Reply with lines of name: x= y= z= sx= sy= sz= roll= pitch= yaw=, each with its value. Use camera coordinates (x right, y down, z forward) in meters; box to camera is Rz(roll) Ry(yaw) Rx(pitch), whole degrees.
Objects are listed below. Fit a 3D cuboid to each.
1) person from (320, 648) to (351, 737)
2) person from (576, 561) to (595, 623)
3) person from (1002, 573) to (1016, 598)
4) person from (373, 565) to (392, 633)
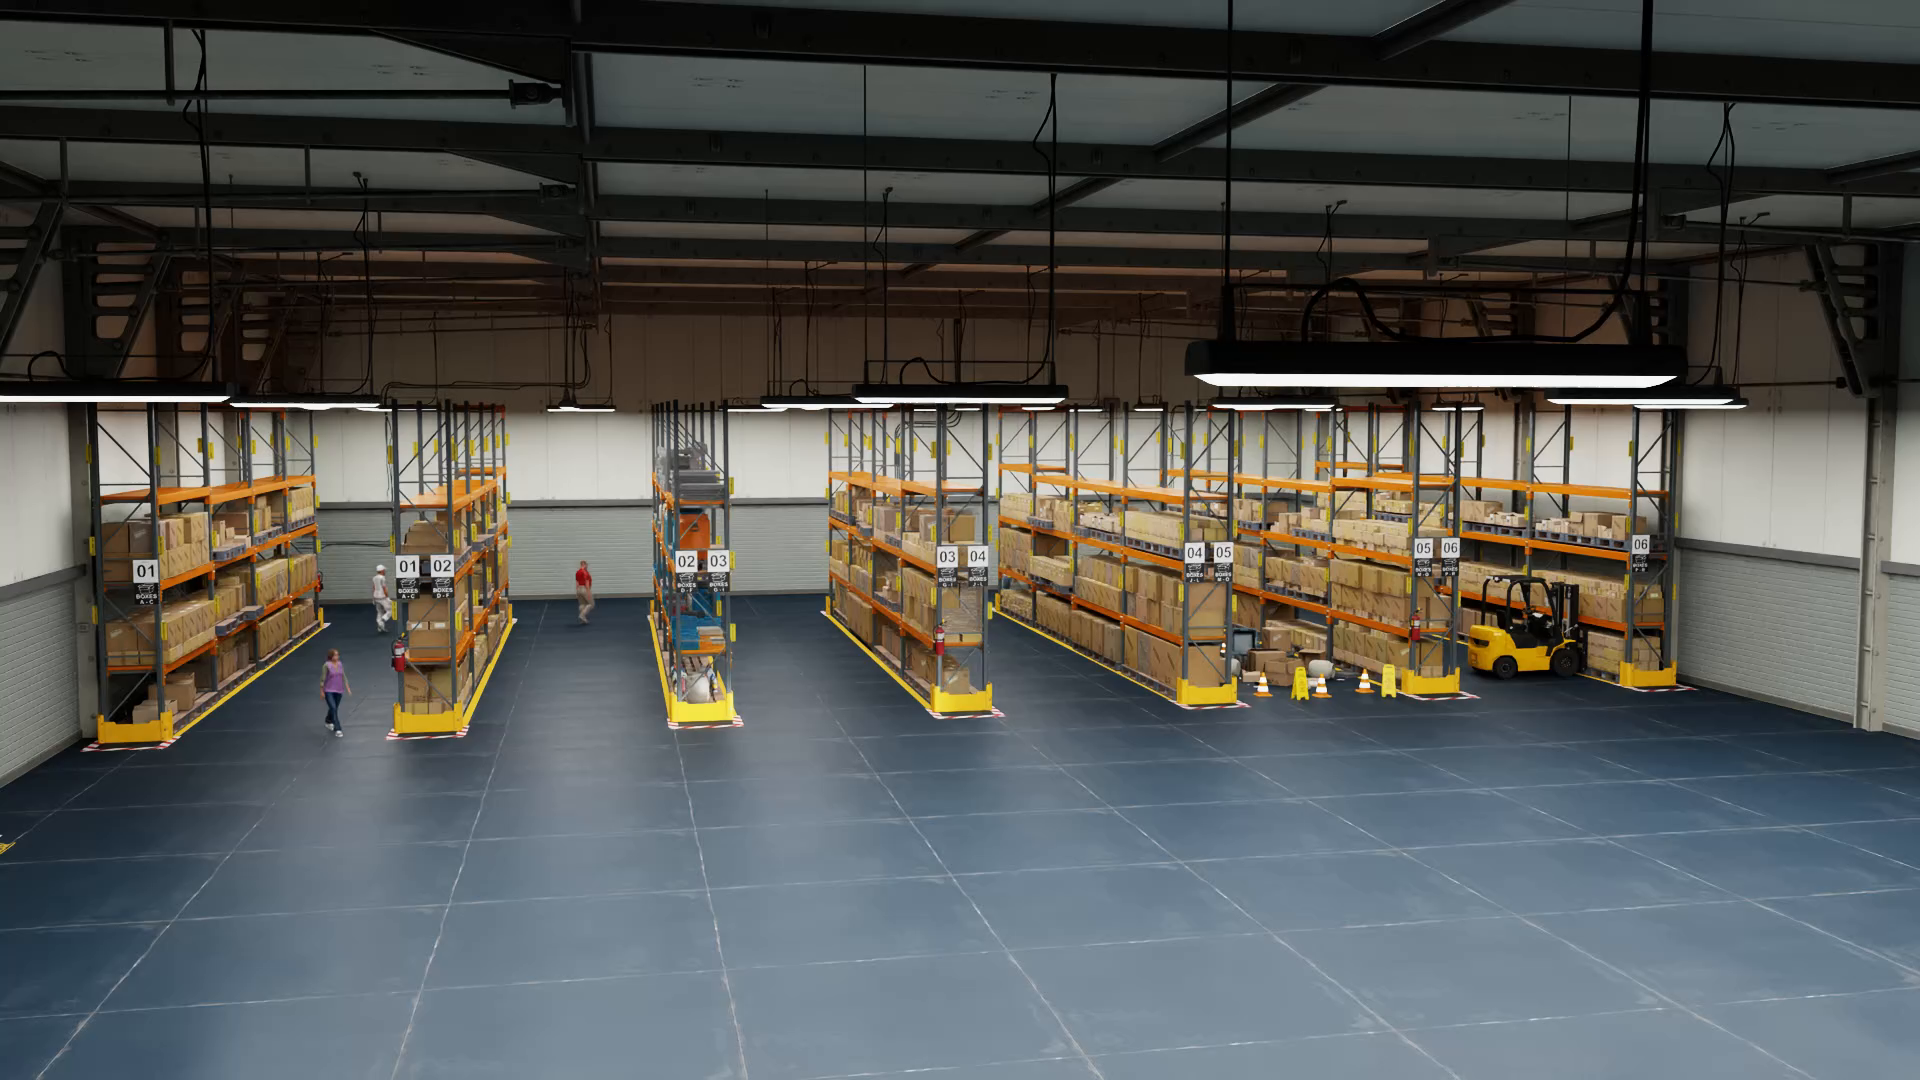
person: x=-11.170 y=2.689 z=29.680 sx=0.486 sy=1.525 sz=1.024 roll=-4 pitch=6 yaw=-43
person: x=-10.324 y=1.431 z=45.522 sx=0.575 sy=1.726 sz=0.492 roll=4 pitch=6 yaw=44
person: x=1.452 y=1.097 z=49.788 sx=0.875 sy=1.741 sz=0.538 roll=-1 pitch=4 yaw=-12
person: x=-15.192 y=1.551 z=43.607 sx=0.697 sy=1.788 sz=0.510 roll=3 pitch=5 yaw=38
